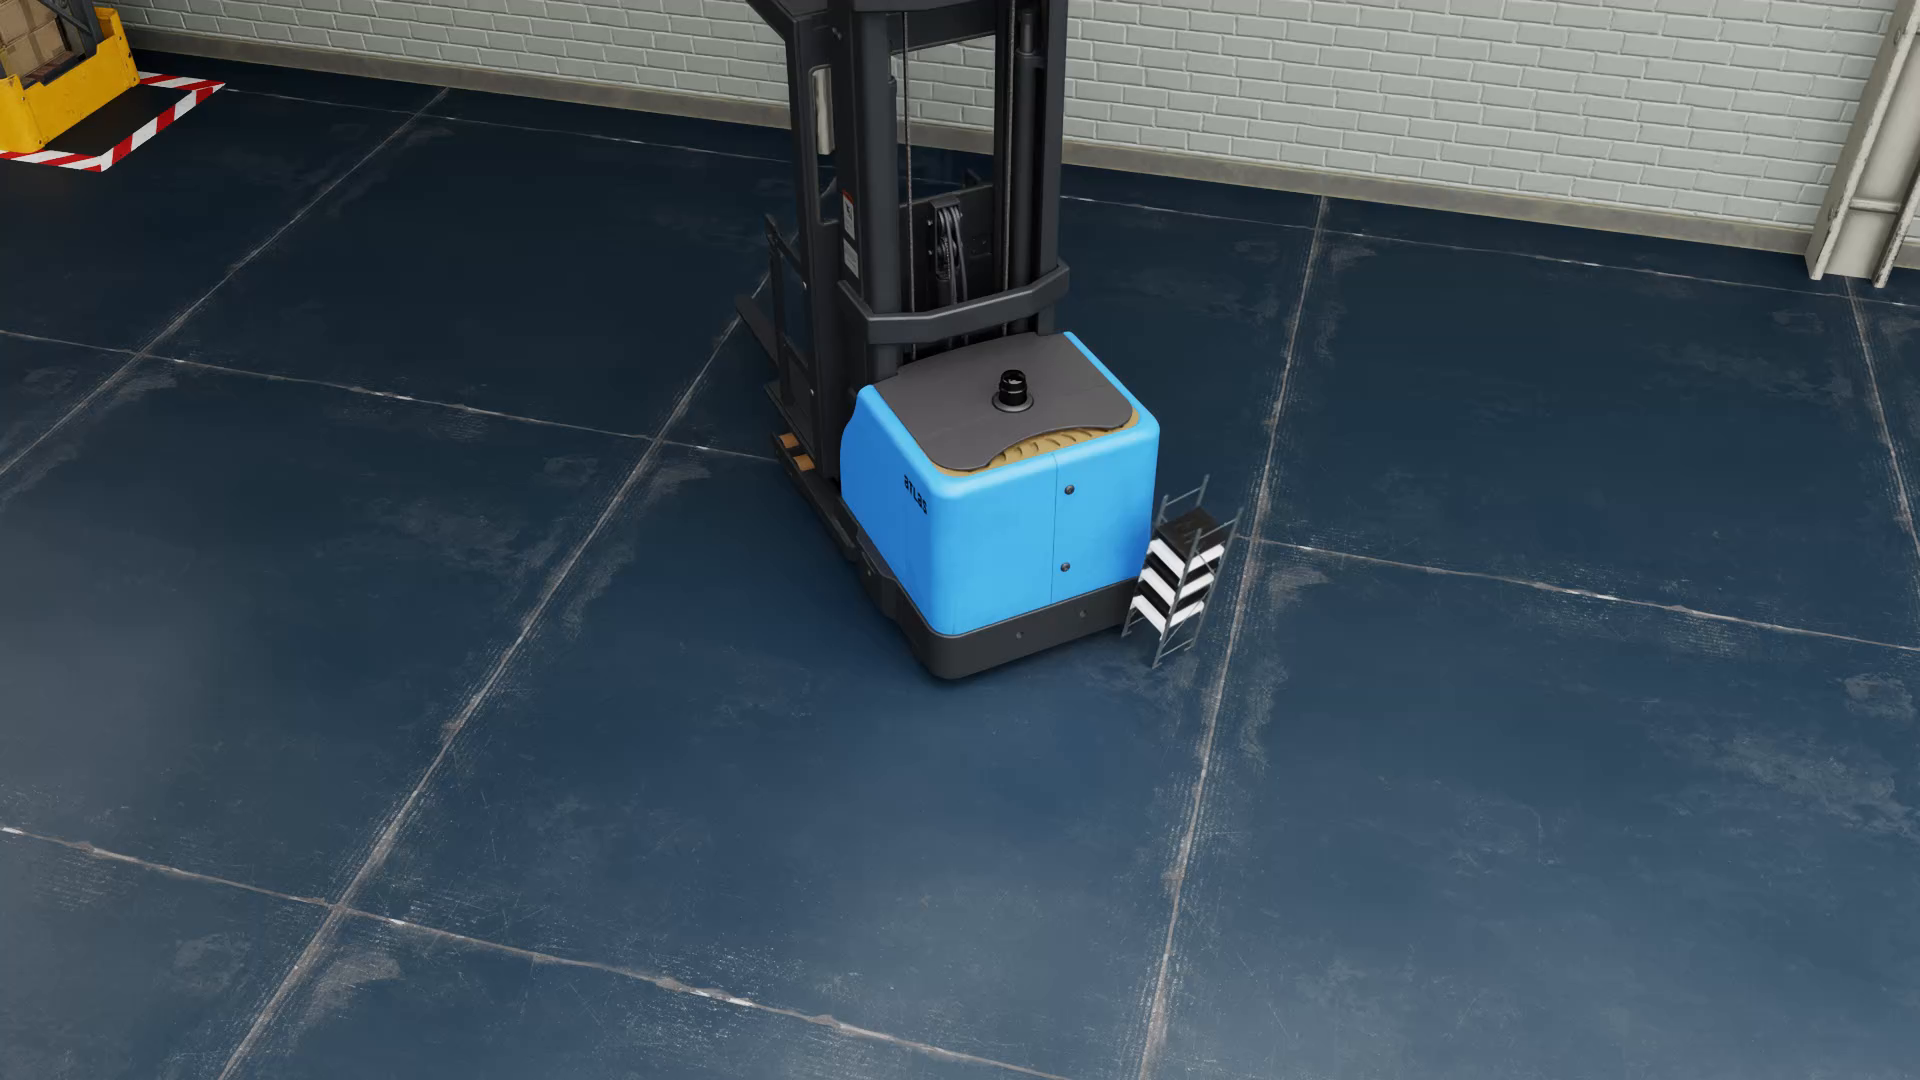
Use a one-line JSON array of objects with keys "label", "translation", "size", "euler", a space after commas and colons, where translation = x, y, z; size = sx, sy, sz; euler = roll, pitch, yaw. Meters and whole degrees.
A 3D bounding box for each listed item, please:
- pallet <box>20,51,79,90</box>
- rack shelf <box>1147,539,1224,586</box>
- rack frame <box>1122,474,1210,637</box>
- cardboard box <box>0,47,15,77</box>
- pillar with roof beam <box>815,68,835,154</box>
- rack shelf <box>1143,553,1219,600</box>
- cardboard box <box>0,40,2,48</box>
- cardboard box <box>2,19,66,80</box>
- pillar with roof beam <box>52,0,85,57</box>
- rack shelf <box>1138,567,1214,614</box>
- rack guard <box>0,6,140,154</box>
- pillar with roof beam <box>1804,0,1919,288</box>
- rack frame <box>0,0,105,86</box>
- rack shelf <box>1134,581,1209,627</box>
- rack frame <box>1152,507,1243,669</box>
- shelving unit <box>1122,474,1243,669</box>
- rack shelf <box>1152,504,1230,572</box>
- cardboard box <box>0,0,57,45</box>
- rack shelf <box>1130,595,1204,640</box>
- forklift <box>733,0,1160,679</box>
[{"label": "pallet", "translation": [-6.780, -3.066, 11.261], "size": [1.213, 0.211, 1.003], "euler": [10, 41, 11]}, {"label": "rack shelf", "translation": [0.926, 0.049, 6.774], "size": [0.258, 0.077, 0.200], "euler": [-25, 57, -27]}, {"label": "rack frame", "translation": [0.850, 0.078, 6.933], "size": [0.240, 0.900, 0.006], "euler": [-25, 57, -27]}, {"label": "cardboard box", "translation": [-6.566, -3.023, 10.853], "size": [0.500, 0.250, 0.500], "euler": [10, 41, 12]}, {"label": "pillar with roof beam", "translation": [-1.787, -3.334, 4.747], "size": [0.400, 9.000, 9.100], "euler": [10, 41, 11]}, {"label": "rack shelf", "translation": [0.915, 0.107, 6.841], "size": [0.258, 0.077, 0.200], "euler": [-25, 57, -27]}, {"label": "cardboard box", "translation": [-6.582, -3.219, 10.698], "size": [0.500, 0.250, 0.500], "euler": [9, 41, 11]}, {"label": "cardboard box", "translation": [-6.455, -3.344, 11.235], "size": [0.500, 0.250, 0.500], "euler": [10, 41, 12]}, {"label": "pillar with roof beam", "translation": [-7.583, -4.331, 5.935], "size": [0.400, 9.000, 9.100], "euler": [10, 41, 11]}, {"label": "rack shelf", "translation": [0.905, 0.166, 6.909], "size": [0.258, 0.077, 0.200], "euler": [-25, 57, -27]}, {"label": "rack guard", "translation": [-6.008, -3.072, 11.043], "size": [0.348, 0.500, 1.175], "euler": [10, 41, 11]}, {"label": "pillar with roof beam", "translation": [4.009, -2.337, 3.560], "size": [0.400, 9.000, 9.100], "euler": [10, 41, 11]}, {"label": "rack frame", "translation": [-6.031, -4.033, 10.244], "size": [0.127, 3.000, 1.000], "euler": [10, 41, 11]}, {"label": "rack shelf", "translation": [0.895, 0.225, 6.976], "size": [0.258, 0.077, 0.200], "euler": [-25, 57, -27]}, {"label": "rack frame", "translation": [0.968, 0.211, 6.835], "size": [0.240, 0.900, 0.006], "euler": [-25, 57, -27]}, {"label": "shelving unit", "translation": [0.909, 0.144, 6.884], "size": [0.258, 0.900, 0.210], "euler": [-25, 57, -27]}, {"label": "rack shelf", "translation": [0.936, -0.010, 6.707], "size": [0.258, 0.077, 0.200], "euler": [-25, 57, -27]}, {"label": "cardboard box", "translation": [-6.431, -3.540, 11.079], "size": [0.500, 0.250, 0.500], "euler": [10, 41, 12]}, {"label": "rack shelf", "translation": [0.885, 0.284, 7.043], "size": [0.258, 0.077, 0.200], "euler": [-25, 57, -27]}, {"label": "forklift", "translation": [-0.271, -1.484, 7.263], "size": [1.130, 2.935, 3.031], "euler": [-17, 43, -19]}]
